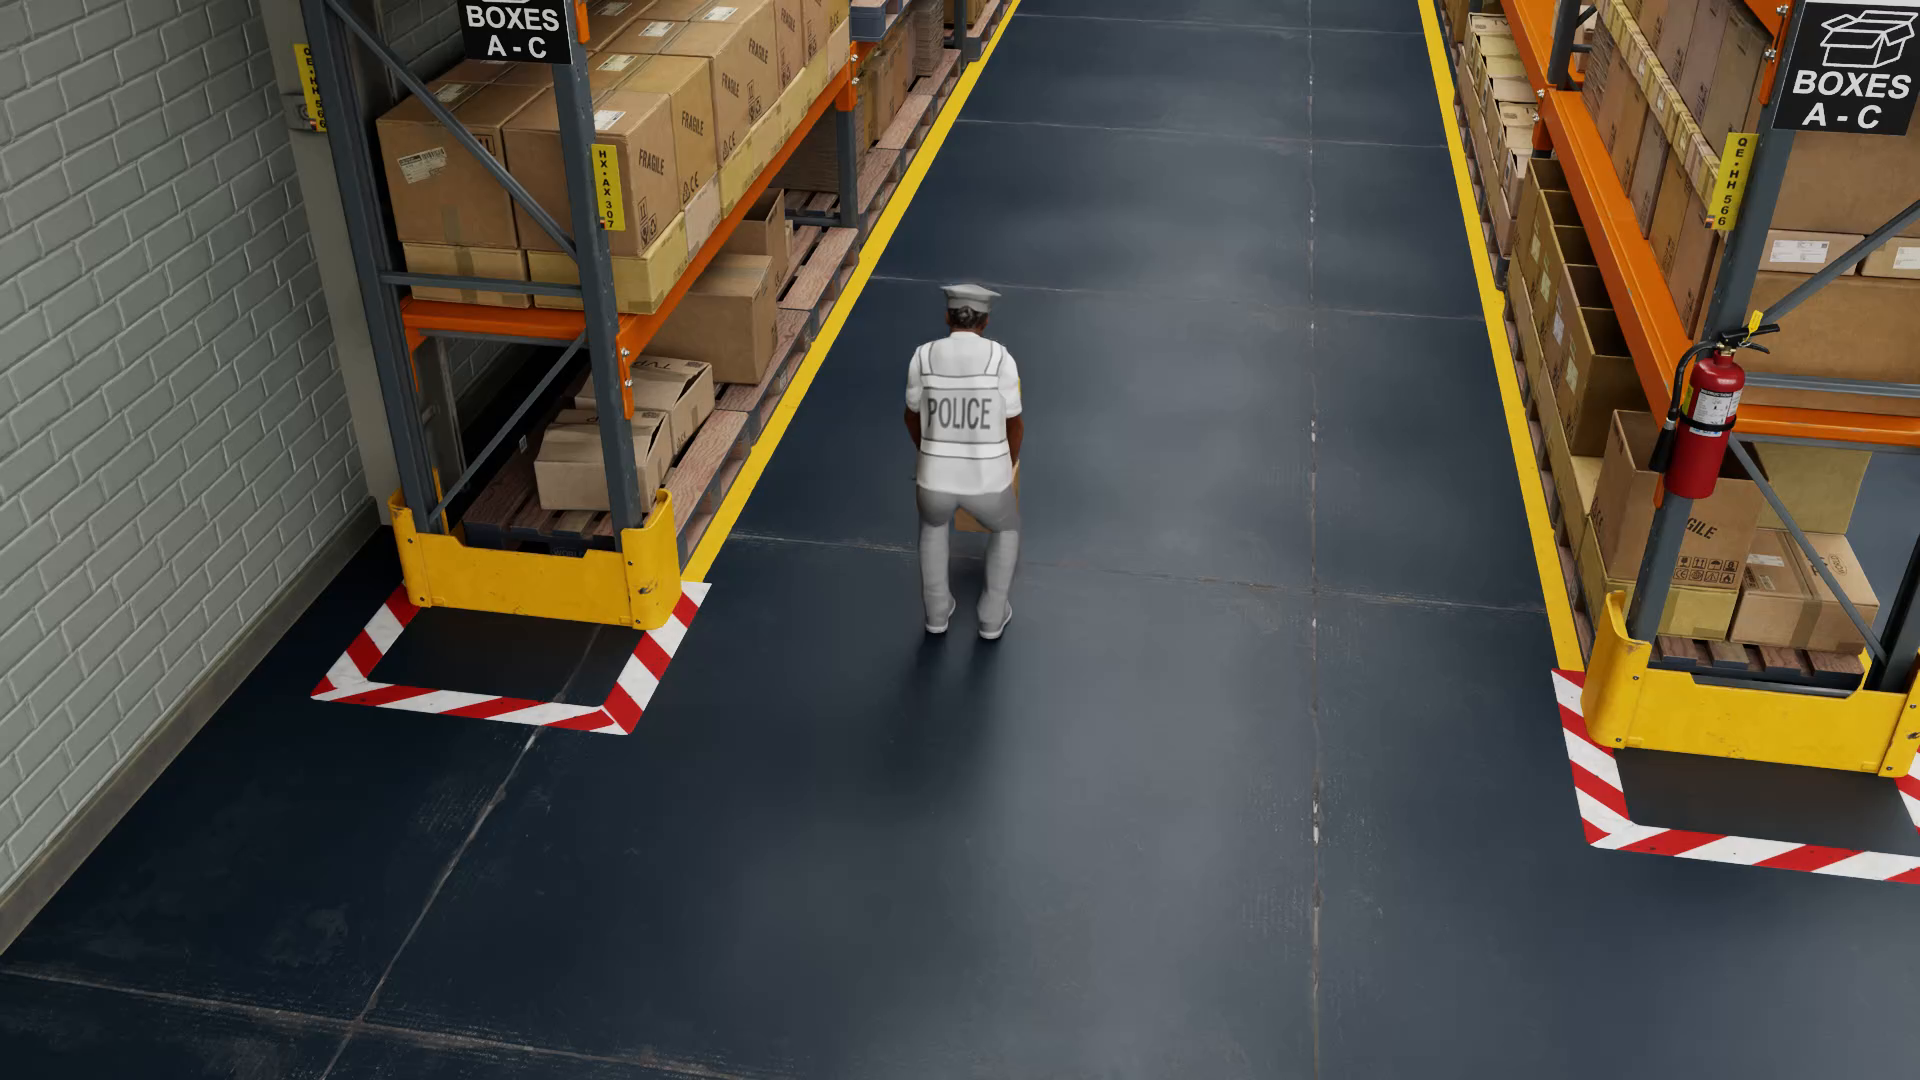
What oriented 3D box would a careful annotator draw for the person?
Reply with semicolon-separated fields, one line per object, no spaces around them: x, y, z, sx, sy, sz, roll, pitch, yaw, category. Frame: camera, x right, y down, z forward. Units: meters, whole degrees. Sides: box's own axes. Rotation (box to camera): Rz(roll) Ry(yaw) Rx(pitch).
0.005;-0.303;6.808;0.492;1.464;0.649;6;33;9;person
